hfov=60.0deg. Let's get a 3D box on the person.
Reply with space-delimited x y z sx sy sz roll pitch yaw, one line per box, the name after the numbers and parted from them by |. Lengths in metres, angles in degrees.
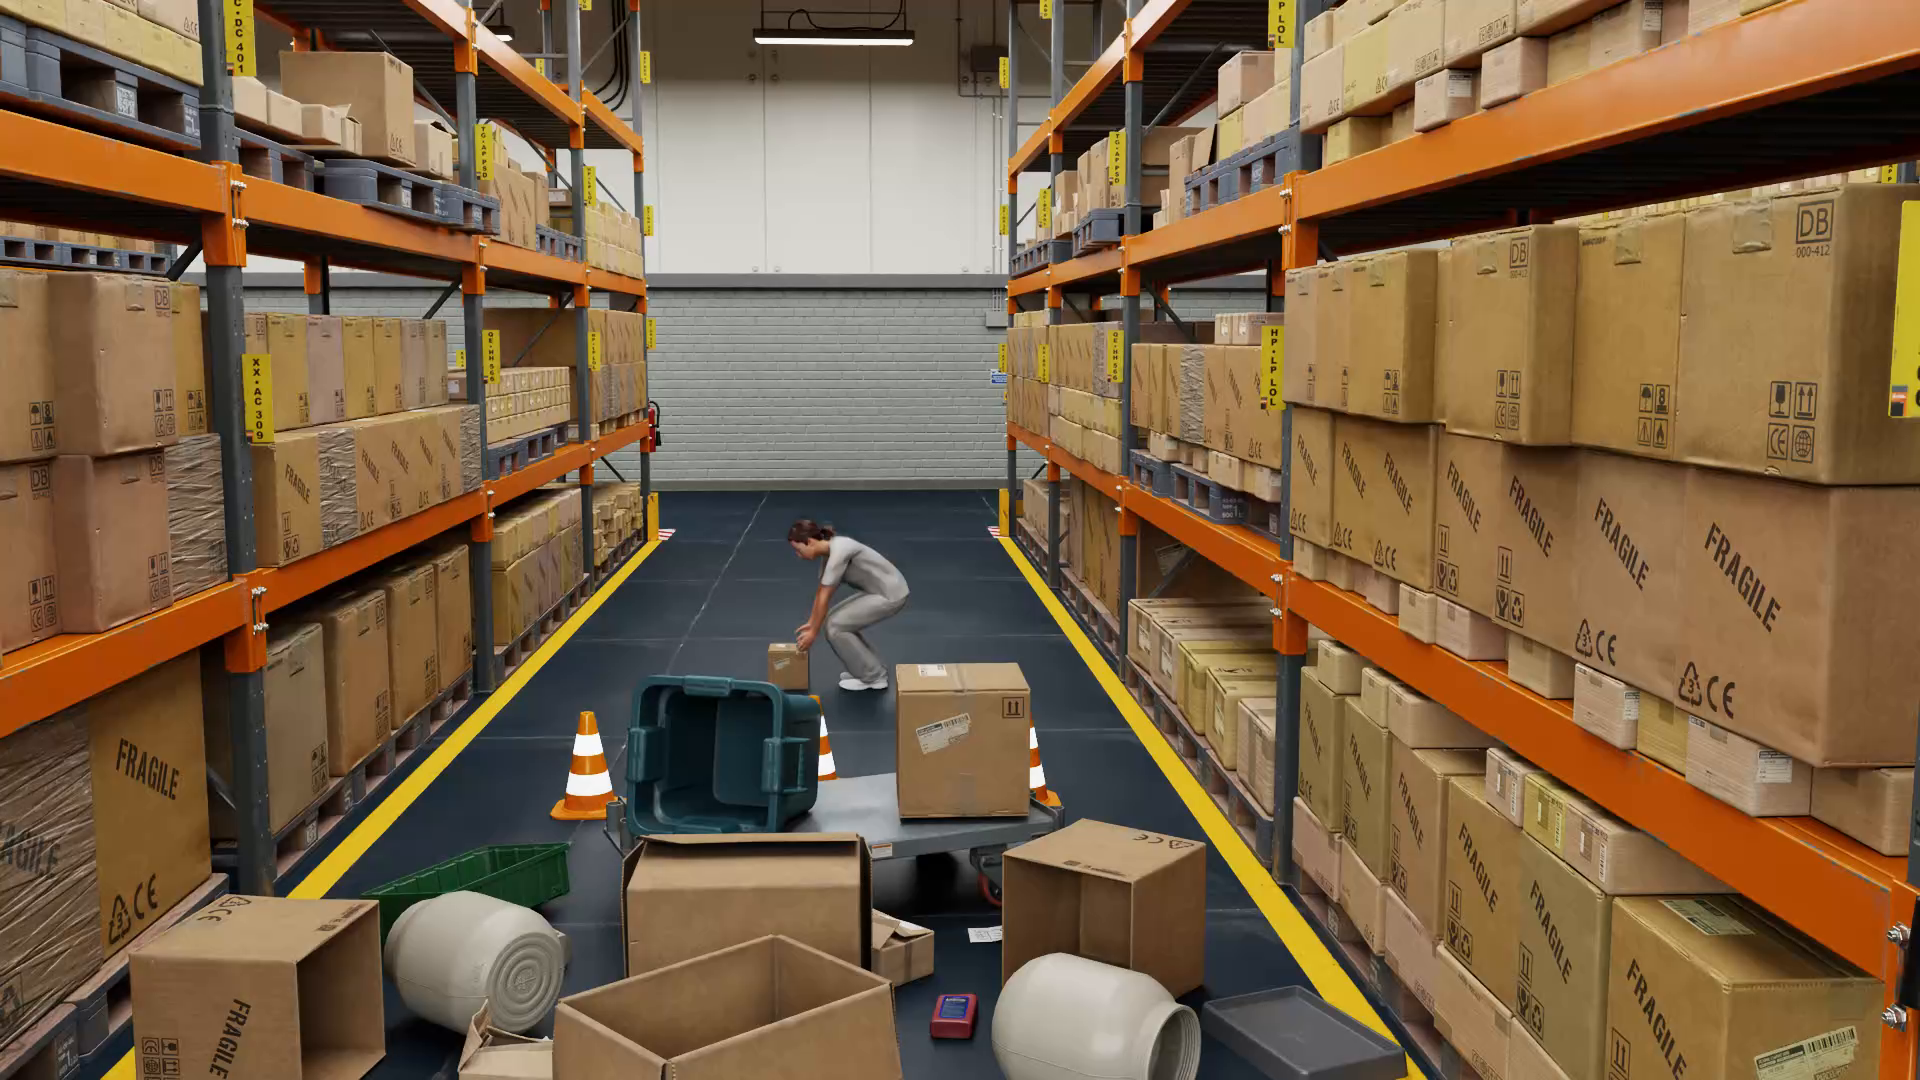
-0.700 0.397 10.490 0.765 1.075 0.491 0 7 -4 | person
